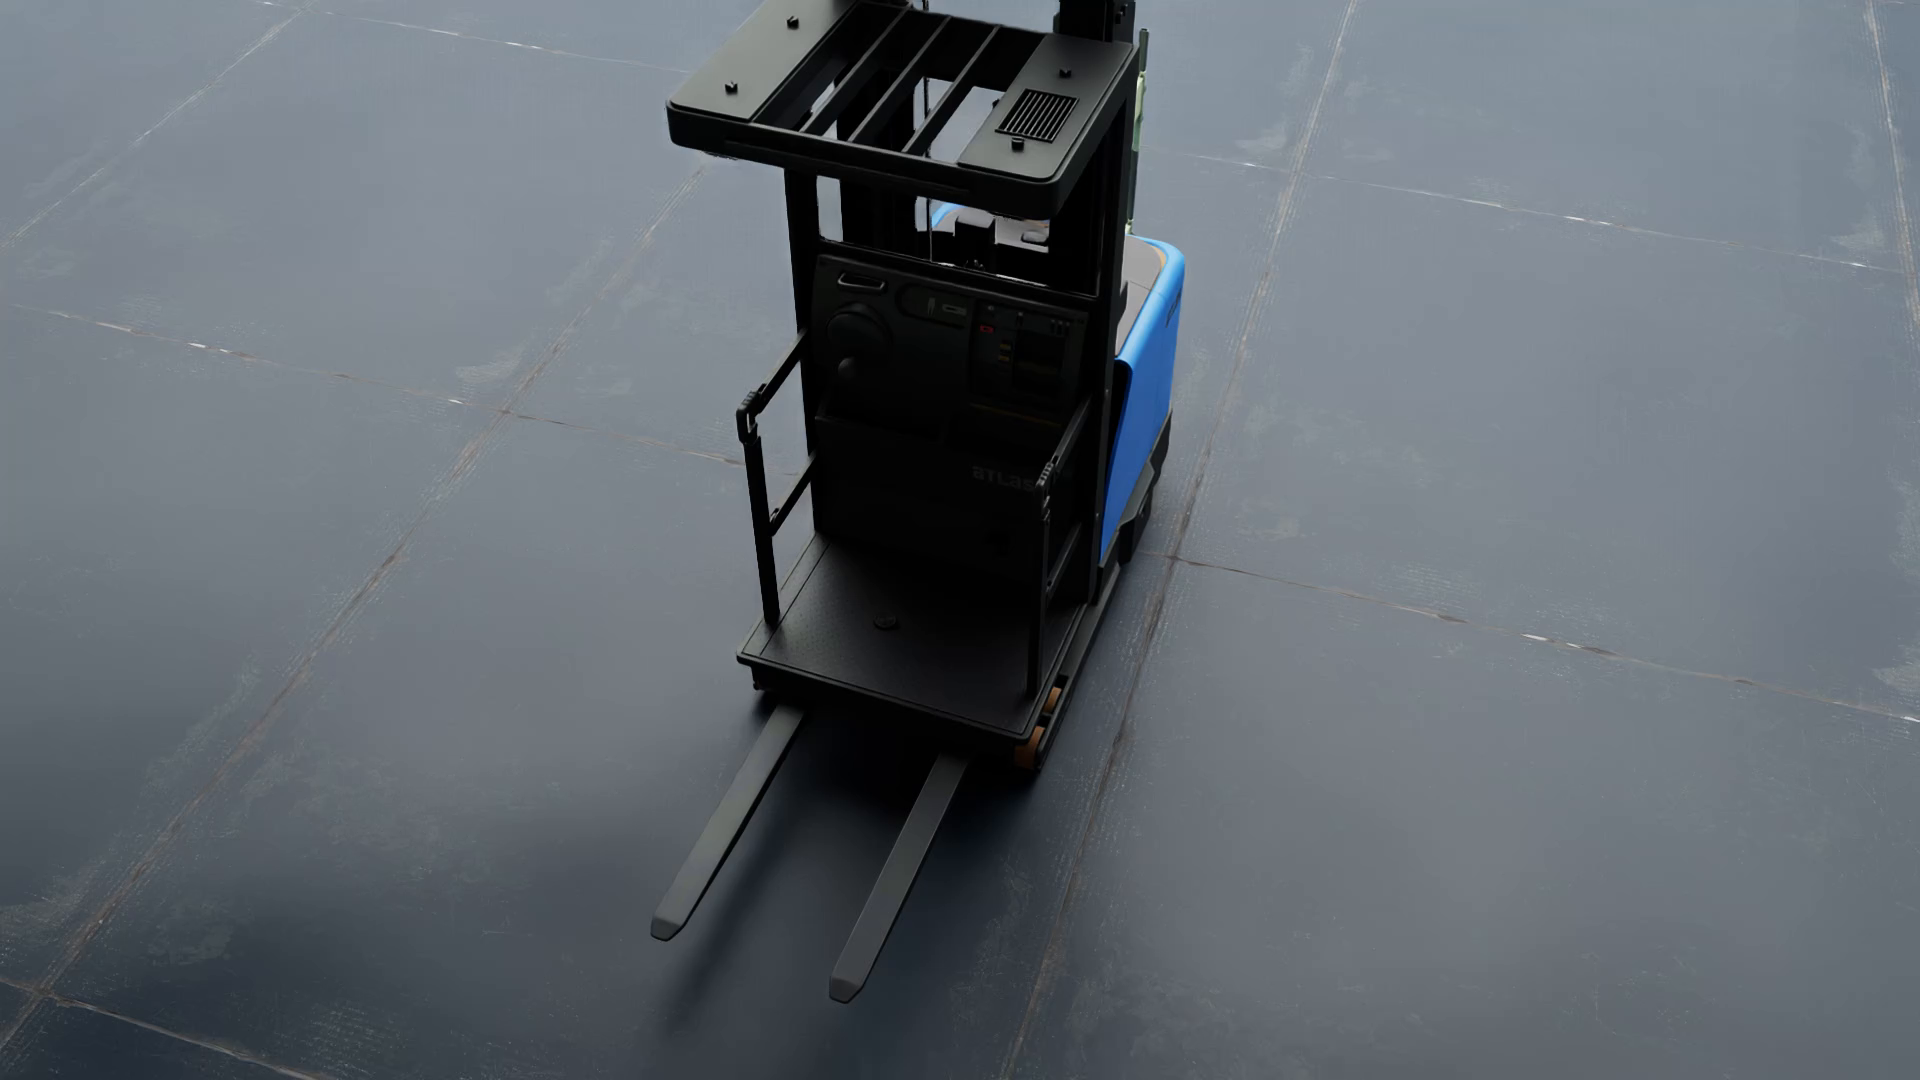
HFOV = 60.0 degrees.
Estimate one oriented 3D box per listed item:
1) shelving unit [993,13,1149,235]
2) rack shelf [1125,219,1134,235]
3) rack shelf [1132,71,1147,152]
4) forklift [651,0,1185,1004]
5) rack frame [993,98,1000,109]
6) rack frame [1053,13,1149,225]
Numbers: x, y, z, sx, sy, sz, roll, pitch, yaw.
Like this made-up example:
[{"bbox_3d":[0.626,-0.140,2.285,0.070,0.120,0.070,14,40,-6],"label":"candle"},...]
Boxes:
[{"bbox_3d":[0.444,-1.329,7.035,0.431,1.500,0.755,15,46,15],"label":"shelving unit"},{"bbox_3d":[0.444,-1.096,7.263,0.431,0.370,0.720,15,46,15],"label":"rack shelf"},{"bbox_3d":[0.444,-1.608,6.763,0.431,0.370,0.720,15,46,15],"label":"rack shelf"},{"bbox_3d":[-0.117,-0.566,5.232,1.130,2.935,3.031,15,46,15],"label":"forklift"},{"bbox_3d":[0.315,-1.089,6.791,0.400,1.500,0.023,15,46,15],"label":"rack frame"},{"bbox_3d":[0.573,-1.568,7.280,0.400,1.500,0.023,15,46,15],"label":"rack frame"}]
